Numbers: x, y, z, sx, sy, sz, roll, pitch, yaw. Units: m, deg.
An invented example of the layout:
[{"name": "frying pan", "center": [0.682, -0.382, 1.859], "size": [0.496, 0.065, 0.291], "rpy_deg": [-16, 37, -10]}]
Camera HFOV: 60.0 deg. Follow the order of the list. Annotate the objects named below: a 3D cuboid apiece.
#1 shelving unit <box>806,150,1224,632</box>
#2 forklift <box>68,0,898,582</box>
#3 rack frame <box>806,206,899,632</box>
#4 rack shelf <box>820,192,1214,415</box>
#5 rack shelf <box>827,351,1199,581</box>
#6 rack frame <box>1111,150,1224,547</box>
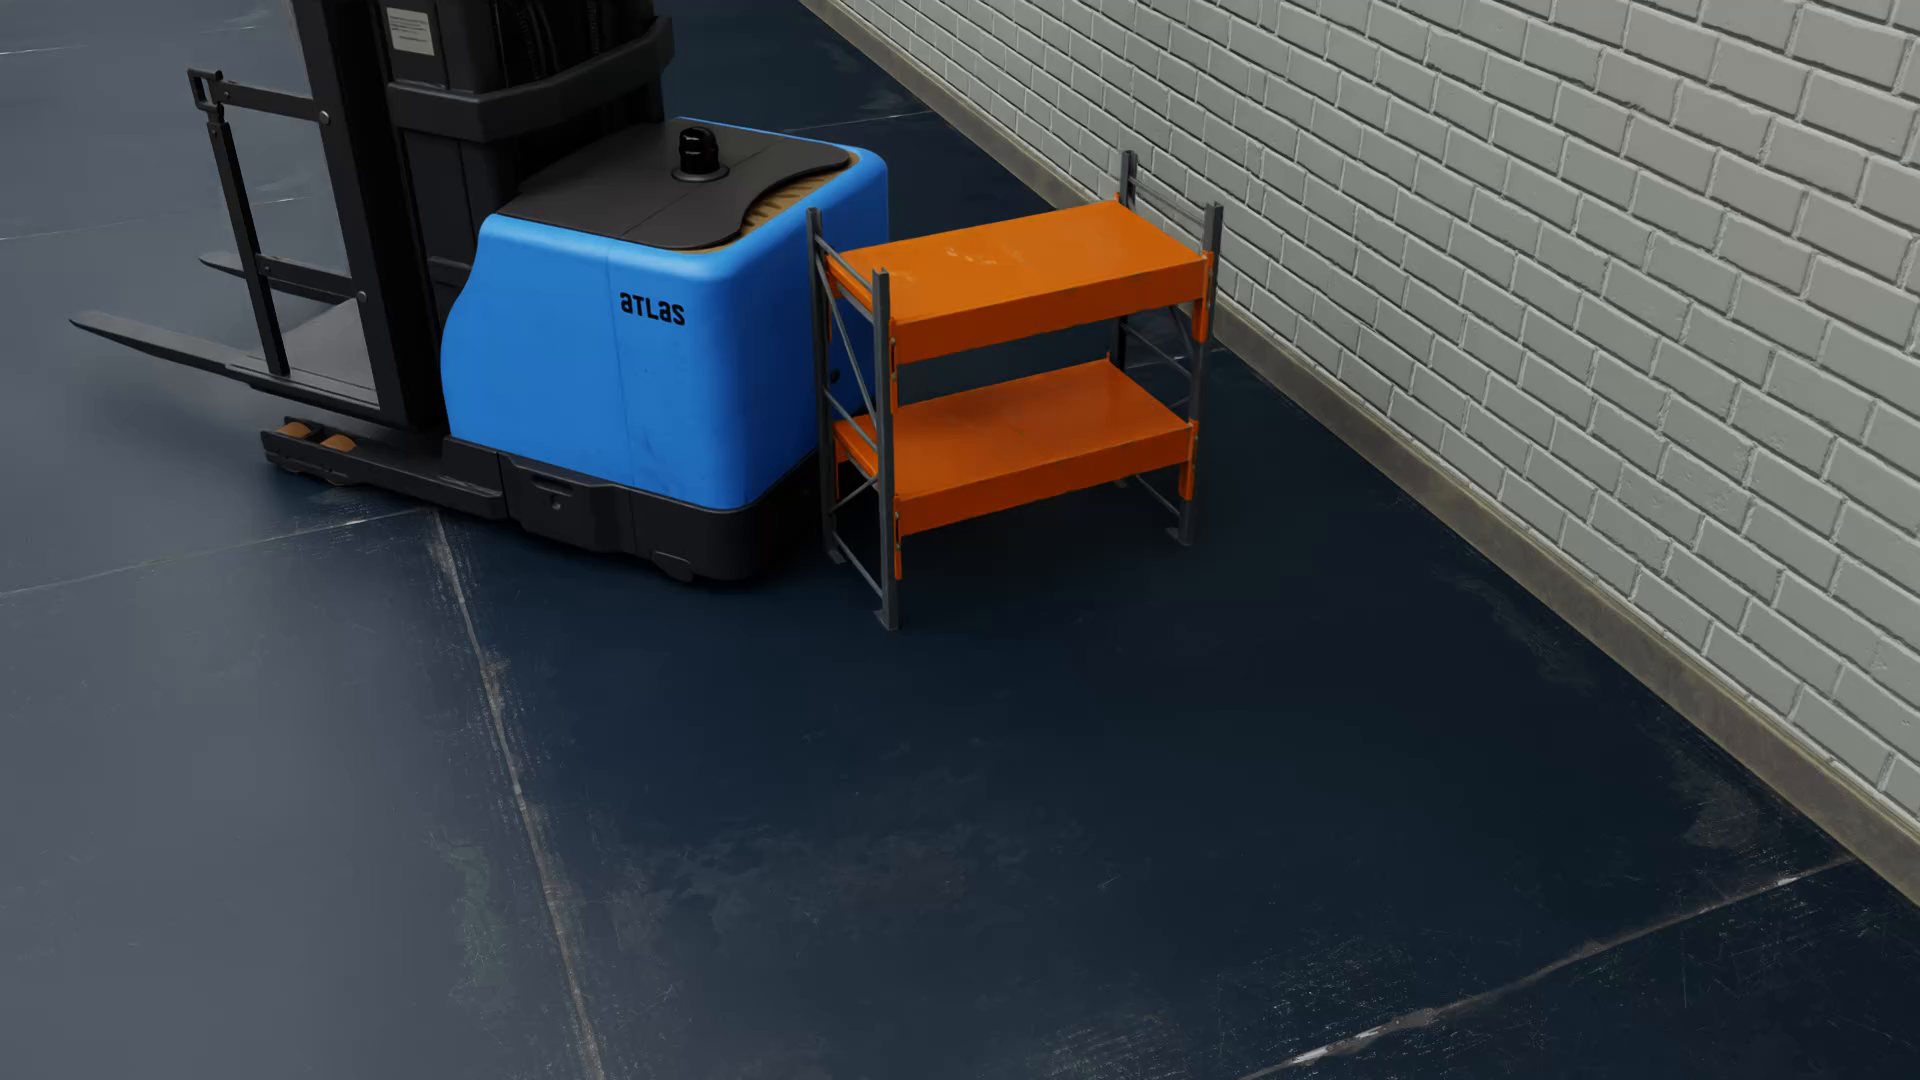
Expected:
[{"name": "shelving unit", "center": [0.152, -0.451, 4.912], "size": [1.048, 1.125, 0.538], "rpy_deg": [-15, 36, -22]}, {"name": "forklift", "center": [-1.762, -1.649, 5.097], "size": [3.031, 2.935, 1.130], "rpy_deg": [15, 36, 22]}, {"name": "rack frame", "center": [-0.304, -0.328, 4.723], "size": [0.032, 1.125, 0.500], "rpy_deg": [-15, 36, -22]}, {"name": "rack shelf", "center": [0.152, -0.696, 4.752], "size": [1.000, 0.278, 0.538], "rpy_deg": [-15, 36, -22]}, {"name": "rack shelf", "center": [0.152, -0.246, 5.045], "size": [1.000, 0.278, 0.538], "rpy_deg": [-15, 36, -22]}, {"name": "rack frame", "center": [0.608, -0.574, 5.101], "size": [0.032, 1.125, 0.500], "rpy_deg": [-15, 36, -22]}]
